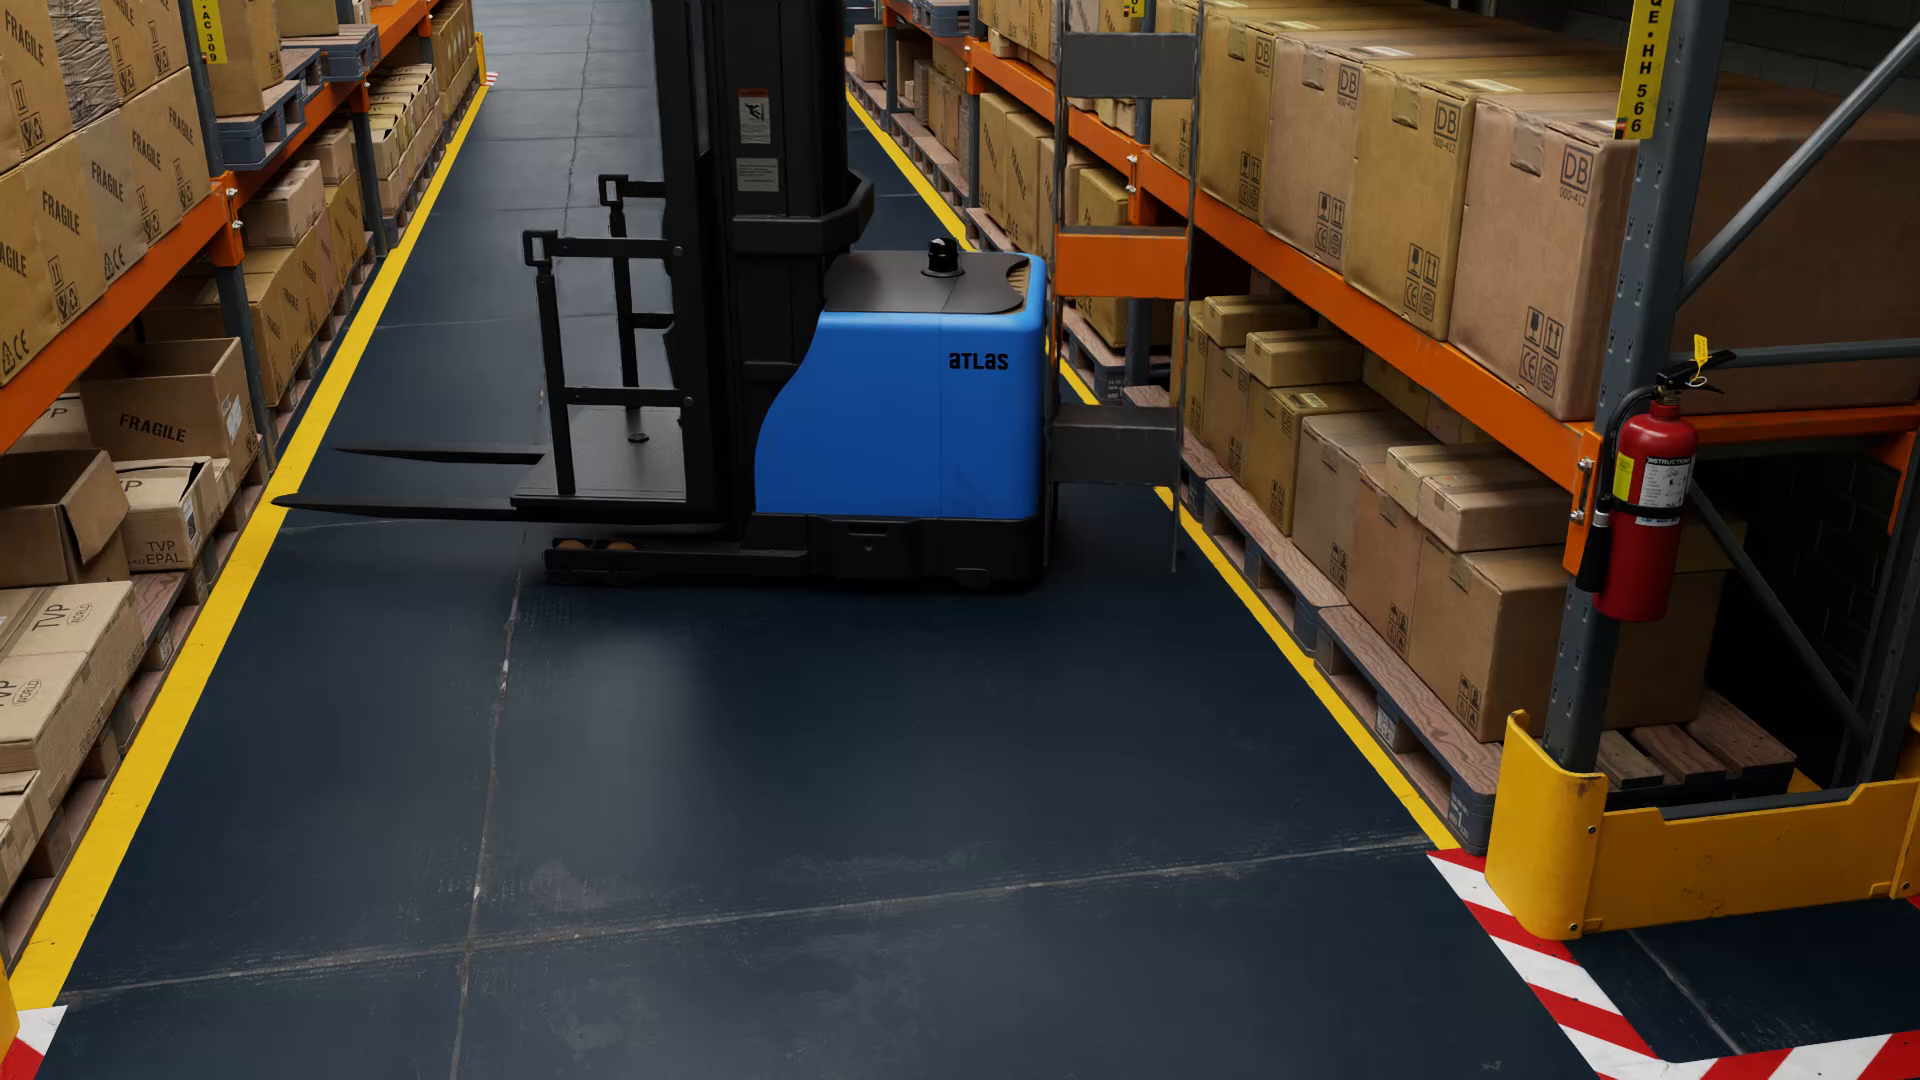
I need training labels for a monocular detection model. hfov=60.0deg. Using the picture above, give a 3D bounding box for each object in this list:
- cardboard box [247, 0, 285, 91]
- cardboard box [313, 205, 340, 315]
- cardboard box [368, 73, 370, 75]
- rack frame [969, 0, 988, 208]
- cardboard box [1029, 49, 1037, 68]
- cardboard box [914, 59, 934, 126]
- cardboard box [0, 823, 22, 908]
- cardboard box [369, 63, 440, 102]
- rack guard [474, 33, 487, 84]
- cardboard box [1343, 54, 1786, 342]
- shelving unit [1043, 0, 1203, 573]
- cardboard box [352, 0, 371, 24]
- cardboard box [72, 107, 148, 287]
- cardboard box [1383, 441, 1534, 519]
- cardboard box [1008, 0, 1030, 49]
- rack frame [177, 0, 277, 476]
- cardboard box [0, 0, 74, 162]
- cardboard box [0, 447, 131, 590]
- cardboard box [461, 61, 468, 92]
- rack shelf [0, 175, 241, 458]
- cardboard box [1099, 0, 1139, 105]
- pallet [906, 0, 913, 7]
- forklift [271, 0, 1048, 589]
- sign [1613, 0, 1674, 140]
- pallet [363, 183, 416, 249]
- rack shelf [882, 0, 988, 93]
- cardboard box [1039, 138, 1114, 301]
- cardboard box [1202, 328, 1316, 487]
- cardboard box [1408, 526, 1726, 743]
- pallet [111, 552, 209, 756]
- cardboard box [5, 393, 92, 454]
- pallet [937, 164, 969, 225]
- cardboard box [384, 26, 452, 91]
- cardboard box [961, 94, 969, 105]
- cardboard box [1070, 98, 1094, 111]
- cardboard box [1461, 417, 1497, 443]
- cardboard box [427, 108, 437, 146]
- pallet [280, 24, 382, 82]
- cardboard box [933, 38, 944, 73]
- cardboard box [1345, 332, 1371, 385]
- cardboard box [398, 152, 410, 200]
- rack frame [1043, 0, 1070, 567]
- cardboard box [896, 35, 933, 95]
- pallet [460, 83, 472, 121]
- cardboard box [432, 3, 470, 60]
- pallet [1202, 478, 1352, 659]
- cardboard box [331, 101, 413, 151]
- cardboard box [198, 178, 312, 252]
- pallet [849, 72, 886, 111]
[{"bbox_3d":[-3.621,-2.354,7.742,0.700,0.500,0.500,-1,24,-1],"label":"cardboard box"},{"bbox_3d":[-3.702,-1.516,9.047,0.500,0.500,0.500,-5,24,-12],"label":"cardboard box"},{"bbox_3d":[-5.212,-3.802,13.917,0.500,0.311,0.500,-4,24,-10],"label":"cardboard box"},{"bbox_3d":[0.564,-3.588,11.218,1.000,3.000,0.127,-4,24,-10],"label":"rack frame"},{"bbox_3d":[0.625,-2.934,10.008,0.380,0.149,0.250,-4,24,-9],"label":"cardboard box"},{"bbox_3d":[-0.023,-3.929,14.573,0.700,0.500,0.500,-3,24,-8],"label":"cardboard box"},{"bbox_3d":[-2.564,0.841,4.088,0.380,0.149,0.250,-4,24,-10],"label":"cardboard box"},{"bbox_3d":[-4.687,-3.845,14.015,0.500,0.311,0.500,-4,24,-10],"label":"cardboard box"},{"bbox_3d":[-5.787,-5.231,18.102,1.175,0.500,0.348,-4,24,-10],"label":"rack guard"},{"bbox_3d":[1.794,-1.064,5.064,0.980,0.700,0.700,-4,24,-10],"label":"cardboard box"},{"bbox_3d":[0.605,-0.949,6.237,0.503,2.100,0.431,3,16,7],"label":"shelving unit"},{"bbox_3d":[-4.279,-3.545,11.231,0.500,0.311,0.500,-5,24,-10],"label":"cardboard box"},{"bbox_3d":[-3.026,-1.110,5.420,0.500,0.500,0.500,-4,24,-9],"label":"cardboard box"},{"bbox_3d":[1.565,-0.191,5.228,0.380,0.149,0.250,-4,24,-8],"label":"cardboard box"},{"bbox_3d":[0.581,-3.168,9.733,0.500,0.500,0.500,-4,24,-10],"label":"cardboard box"},{"bbox_3d":[-3.564,-1.647,6.773,1.000,3.000,0.127,-4,24,-10],"label":"rack frame"},{"bbox_3d":[-2.934,-1.373,4.773,0.500,0.500,0.500,-5,24,-10],"label":"cardboard box"},{"bbox_3d":[-3.212,0.034,5.493,0.797,0.503,0.637,-4,24,-10],"label":"cardboard box"},{"bbox_3d":[-5.104,-4.521,16.265,0.500,0.250,0.500,-4,24,-10],"label":"cardboard box"},{"bbox_3d":[-3.194,-0.530,5.116,1.077,0.370,4.000,-4,24,-10],"label":"rack shelf"},{"bbox_3d":[0.970,-2.369,7.905,0.500,0.500,0.500,-5,24,-11],"label":"cardboard box"},{"bbox_3d":[0.158,-4.276,13.032,1.003,0.211,1.213,-4,24,-10],"label":"pallet"},{"bbox_3d":[-1.177,-1.376,6.239,3.031,2.935,1.130,2,24,4],"label":"forklift"},{"bbox_3d":[1.507,-1.046,3.655,0.100,0.325,0.005,-4,24,-10],"label":"sign"},{"bbox_3d":[-4.418,-2.269,11.681,1.003,0.211,1.213,-4,24,-10],"label":"pallet"},{"bbox_3d":[0.194,-4.045,13.163,1.077,0.370,4.000,-4,24,-10],"label":"rack shelf"},{"bbox_3d":[0.888,-1.818,9.325,0.750,0.750,0.750,-4,24,-8],"label":"cardboard box"},{"bbox_3d":[1.431,-0.562,6.888,0.700,0.500,0.500,-5,24,-10],"label":"cardboard box"},{"bbox_3d":[1.815,0.244,5.043,0.700,0.500,0.500,-4,24,-10],"label":"cardboard box"},{"bbox_3d":[-3.209,0.382,5.611,1.003,0.211,1.213,-4,24,-10],"label":"pallet"},{"bbox_3d":[-3.699,-0.435,6.808,0.500,0.311,0.500,-4,24,-10],"label":"cardboard box"},{"bbox_3d":[0.421,-2.618,12.480,1.003,0.211,1.213,-4,24,-10],"label":"pallet"},{"bbox_3d":[-4.821,-4.275,14.764,0.500,0.500,0.500,-4,24,-10],"label":"cardboard box"},{"bbox_3d":[0.398,-3.135,12.753,0.700,0.500,0.500,-4,24,-10],"label":"cardboard box"},{"bbox_3d":[0.783,-2.323,8.611,0.380,0.149,0.250,-4,24,-10],"label":"cardboard box"},{"bbox_3d":[1.895,-0.317,5.516,0.380,0.149,0.250,-4,24,-9],"label":"cardboard box"},{"bbox_3d":[-4.590,-3.385,13.664,0.500,0.250,0.500,-5,24,-11],"label":"cardboard box"},{"bbox_3d":[-4.109,-2.871,9.815,1.213,0.211,1.003,-4,24,-10],"label":"pallet"},{"bbox_3d":[0.061,-4.100,14.026,0.500,0.250,0.500,-5,24,-11],"label":"cardboard box"},{"bbox_3d":[1.704,-0.719,6.436,0.380,0.149,0.250,-4,24,-9],"label":"cardboard box"},{"bbox_3d":[-4.206,-2.578,11.815,0.500,0.250,0.500,-5,24,-11],"label":"cardboard box"},{"bbox_3d":[0.363,-0.960,6.268,0.015,2.100,0.400,3,16,7],"label":"rack frame"},{"bbox_3d":[-0.407,-4.623,16.161,0.500,0.500,0.500,-6,24,-14],"label":"cardboard box"},{"bbox_3d":[-5.378,-4.312,16.360,1.003,0.211,1.213,-4,24,-10],"label":"pallet"},{"bbox_3d":[-5.192,-5.062,16.566,0.500,0.500,0.500,-4,24,-10],"label":"cardboard box"},{"bbox_3d":[1.596,0.049,6.375,1.003,0.211,1.213,-4,24,-10],"label":"pallet"},{"bbox_3d":[-4.309,-3.044,12.182,0.500,0.311,0.500,-5,24,-11],"label":"cardboard box"},{"bbox_3d":[-3.599,-1.648,8.412,0.500,0.250,0.500,-4,24,-10],"label":"cardboard box"},{"bbox_3d":[-0.564,-4.626,17.078,1.003,0.211,1.213,-4,24,-10],"label":"pallet"}]
